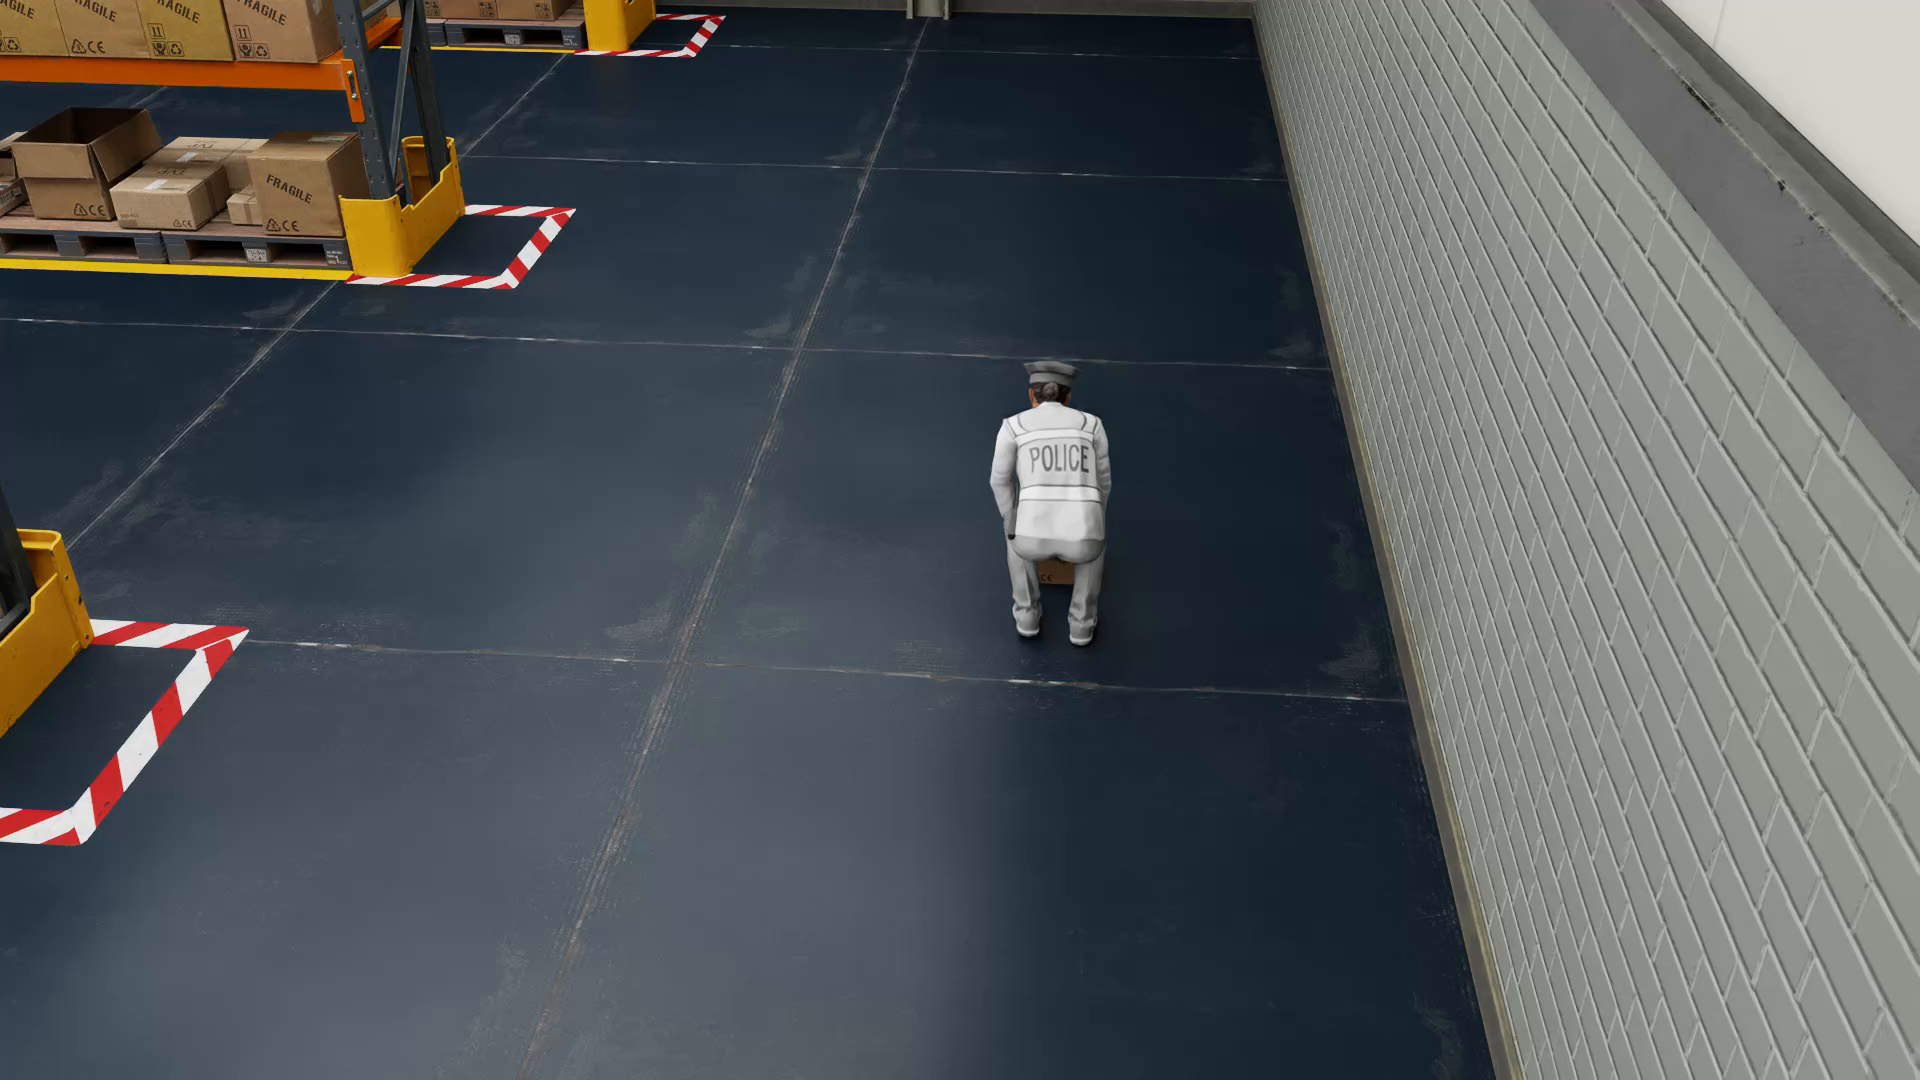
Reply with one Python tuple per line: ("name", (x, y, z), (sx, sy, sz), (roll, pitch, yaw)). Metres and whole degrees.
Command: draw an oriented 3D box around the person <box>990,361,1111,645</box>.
("person", (0.371, -0.144, 6.900), (0.510, 1.101, 0.819), (2, 32, 4))
